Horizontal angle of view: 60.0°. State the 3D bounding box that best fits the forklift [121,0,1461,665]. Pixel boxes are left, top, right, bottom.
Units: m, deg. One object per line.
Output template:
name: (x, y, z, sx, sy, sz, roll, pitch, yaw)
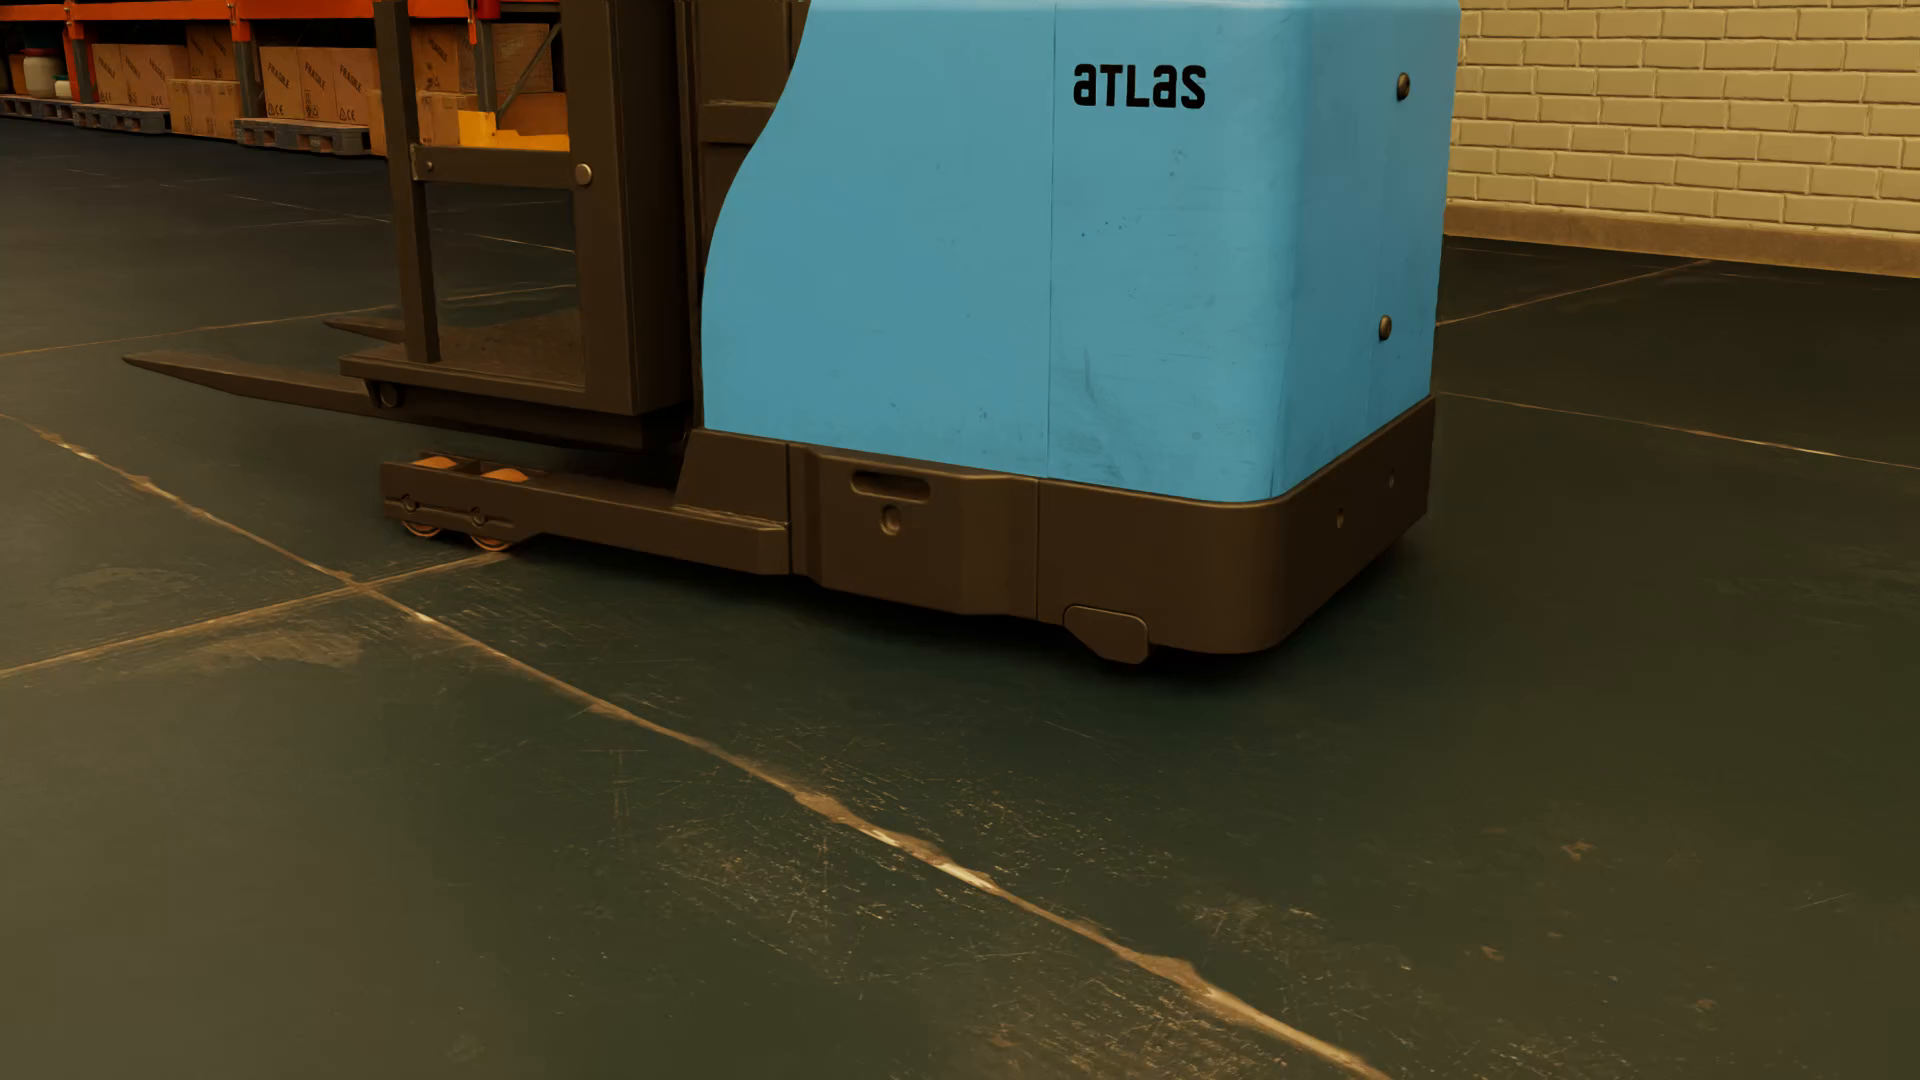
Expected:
forklift: (-0.594, -1.500, 3.284, 3.031, 2.935, 1.130, 10, 20, 29)
